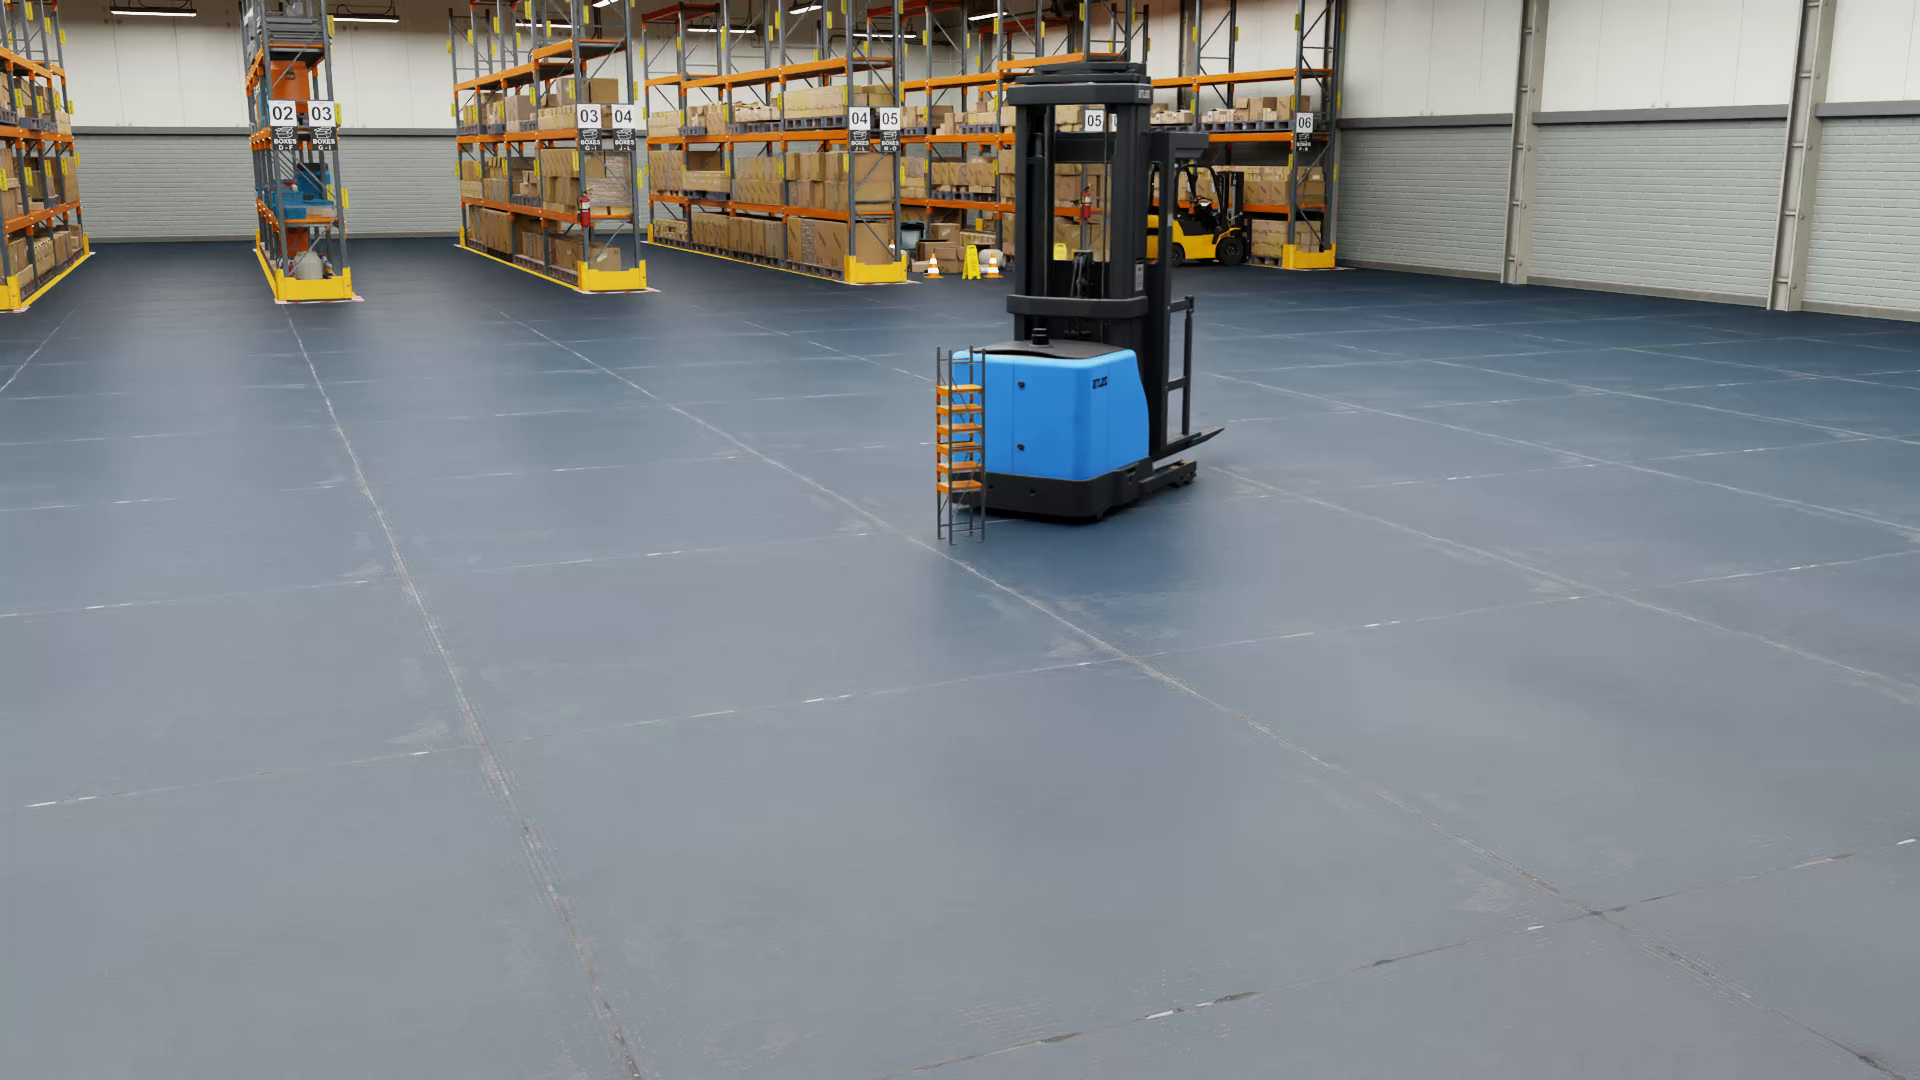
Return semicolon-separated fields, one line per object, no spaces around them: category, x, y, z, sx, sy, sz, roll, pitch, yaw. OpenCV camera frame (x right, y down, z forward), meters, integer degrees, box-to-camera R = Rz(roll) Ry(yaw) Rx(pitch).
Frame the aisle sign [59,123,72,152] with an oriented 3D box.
aisle sign;-21.426;-9.663;39.703;0.394;0.787;0.004;-6;14;-23

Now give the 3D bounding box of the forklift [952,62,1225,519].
forklift;1.079;-1.849;11.857;1.130;2.935;3.031;7;15;28

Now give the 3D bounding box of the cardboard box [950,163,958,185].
cardboard box;0.086;-8.559;38.886;0.500;0.500;0.500;-5;14;-22

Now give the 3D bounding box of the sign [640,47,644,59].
sign;-8.513;-13.043;44.521;0.100;0.325;0.005;-6;14;-23

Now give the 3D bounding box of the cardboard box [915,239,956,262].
cardboard box;-0.517;-6.015;34.941;0.797;0.637;0.503;-6;14;-23

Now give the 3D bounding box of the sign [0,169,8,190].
sign;-14.759;-5.558;25.637;0.100;0.325;0.005;-6;14;-23

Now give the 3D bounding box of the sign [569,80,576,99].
sign;-6.709;-7.790;28.759;0.100;0.325;0.005;-6;14;-23

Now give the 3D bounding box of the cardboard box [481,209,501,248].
cardboard box;-10.724;-7.461;39.736;1.225;0.875;0.875;-6;14;-23

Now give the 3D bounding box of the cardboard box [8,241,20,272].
cardboard box;-15.695;-4.616;27.163;0.500;0.500;0.500;-6;14;-23

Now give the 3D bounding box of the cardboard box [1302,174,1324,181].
cardboard box;7.537;-7.745;35.523;0.380;0.149;0.250;-6;14;-24

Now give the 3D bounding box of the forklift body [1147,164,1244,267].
forklift body;5.004;-7.101;36.280;2.313;2.155;1.214;-6;14;-23

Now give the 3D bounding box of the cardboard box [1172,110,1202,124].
cardboard box;5.319;-9.912;38.938;0.500;0.311;0.500;-6;14;-25

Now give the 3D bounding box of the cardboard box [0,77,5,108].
cardboard box;-15.685;-7.200;26.709;0.500;0.500;0.500;-6;14;-23

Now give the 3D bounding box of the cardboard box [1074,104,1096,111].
cardboard box;2.482;-8.609;33.050;0.380;0.149;0.250;-5;14;-22

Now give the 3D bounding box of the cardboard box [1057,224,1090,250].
cardboard box;2.328;-6.210;34.054;0.500;0.500;0.500;-6;14;-23

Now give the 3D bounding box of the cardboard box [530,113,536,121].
cardboard box;-8.637;-8.700;34.242;0.380;0.166;0.250;-6;14;-25

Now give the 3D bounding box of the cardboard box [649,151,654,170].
cardboard box;-8.080;-10.240;44.862;0.500;0.500;0.500;-6;14;-23

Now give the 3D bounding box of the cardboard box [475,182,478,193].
cardboard box;-11.626;-8.668;40.844;0.500;0.250;0.500;-5;14;-21

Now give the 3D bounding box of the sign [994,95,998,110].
sign;0.779;-9.519;36.173;0.100;0.325;0.005;-6;14;-23

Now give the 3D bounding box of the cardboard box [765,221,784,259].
cardboard box;-3.540;-6.425;35.537;1.050;0.750;0.750;-6;14;-23

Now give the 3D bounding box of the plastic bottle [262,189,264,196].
plastic bottle;-15.728;-7.776;37.575;0.061;0.283;0.133;-6;14;-23

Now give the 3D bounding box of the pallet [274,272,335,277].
pallet;-12.102;-4.821;30.732;1.003;0.211;1.213;-6;14;-23

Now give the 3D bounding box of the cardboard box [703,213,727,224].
cardboard box;-5.944;-7.809;40.409;0.500;0.250;0.500;-5;14;-21

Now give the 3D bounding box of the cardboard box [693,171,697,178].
cardboard box;-6.259;-8.884;40.407;0.380;0.149;0.250;-6;14;-23

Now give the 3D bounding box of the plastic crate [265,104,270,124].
plastic crate;-11.770;-7.316;28.711;0.392;0.384;0.575;-6;14;-23

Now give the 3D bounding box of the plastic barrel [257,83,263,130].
plastic barrel;-12.997;-8.248;31.592;0.600;0.901;0.600;0;13;0

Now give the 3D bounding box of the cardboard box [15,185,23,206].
cardboard box;-17.376;-6.193;30.254;0.500;0.500;0.500;-5;14;-19

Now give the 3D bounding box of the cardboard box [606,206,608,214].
cardboard box;-6.170;-5.954;30.002;0.380;0.149;0.250;-6;14;-23

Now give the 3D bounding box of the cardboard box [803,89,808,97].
cardboard box;-2.864;-8.809;32.760;0.380;0.149;0.250;-6;14;-23

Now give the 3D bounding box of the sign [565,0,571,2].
sign;-6.709;-9.352;28.397;0.100;0.325;0.005;-6;14;-23

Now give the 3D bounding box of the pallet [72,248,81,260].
pallet;-20.844;-6.564;38.263;1.003;0.211;1.213;-6;14;-23

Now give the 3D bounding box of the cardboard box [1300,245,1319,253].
cardboard box;7.417;-6.271;35.981;0.500;0.250;0.500;-6;14;-23

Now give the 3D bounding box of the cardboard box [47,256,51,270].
cardboard box;-17.632;-5.270;31.653;0.500;0.250;0.500;-5;14;-22

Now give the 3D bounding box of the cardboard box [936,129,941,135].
cardboard box;-0.346;-9.749;39.747;0.380;0.149;0.250;-6;14;-23

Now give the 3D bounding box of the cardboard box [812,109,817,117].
cardboard box;-2.661;-8.316;32.399;0.380;0.149;0.250;-5;14;-22

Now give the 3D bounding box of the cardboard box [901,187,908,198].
cardboard box;-1.163;-8.708;41.677;0.500;0.250;0.500;-6;14;-24

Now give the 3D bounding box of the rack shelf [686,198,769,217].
rack shelf;-5.613;-8.086;40.249;1.077;0.370;4.000;-6;14;-23

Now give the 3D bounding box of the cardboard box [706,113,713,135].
cardboard box;-5.682;-9.834;39.333;0.500;0.500;0.500;-6;14;-23

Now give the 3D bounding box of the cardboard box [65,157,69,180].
cardboard box;-20.215;-8.293;37.112;0.500;0.500;0.500;-6;14;-25

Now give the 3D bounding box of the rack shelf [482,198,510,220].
rack shelf;-10.198;-7.659;38.403;1.077;0.370;4.000;-6;14;-23

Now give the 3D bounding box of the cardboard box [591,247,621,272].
cardboard box;-6.427;-5.060;30.194;0.500;0.500;0.500;-3;13;-13

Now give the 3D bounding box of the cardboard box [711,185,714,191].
cardboard box;-5.632;-8.270;39.076;0.380;0.149;0.250;-5;14;-22

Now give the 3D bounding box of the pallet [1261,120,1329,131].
pallet;7.175;-8.854;35.516;1.003;0.211;1.213;-6;14;-23

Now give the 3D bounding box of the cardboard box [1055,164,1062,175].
cardboard box;2.288;-7.710;33.931;0.700;0.500;0.500;-5;14;-22

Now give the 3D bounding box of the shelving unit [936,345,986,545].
shelving unit;0.006;-0.582;10.222;0.258;1.200;0.189;-6;14;-23

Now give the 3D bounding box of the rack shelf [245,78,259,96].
rack shelf;-16.338;-10.765;39.410;1.077;0.370;4.000;-6;14;-23

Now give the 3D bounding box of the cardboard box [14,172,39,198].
cardboard box;-18.830;-7.075;33.134;0.700;0.500;0.500;-12;18;-42

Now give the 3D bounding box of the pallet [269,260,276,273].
pallet;-13.660;-5.626;34.212;1.003;0.211;1.213;-6;14;-23

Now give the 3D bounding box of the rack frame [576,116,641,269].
rack frame;-6.192;-5.943;29.395;1.000;3.000;0.127;-6;14;-23

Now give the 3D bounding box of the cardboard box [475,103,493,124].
cardboard box;-11.367;-10.342;40.374;0.700;0.500;0.500;-7;15;-26

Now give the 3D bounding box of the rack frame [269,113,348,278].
rack frame;-10.730;-5.496;27.463;1.000;3.000;0.127;-6;14;-23

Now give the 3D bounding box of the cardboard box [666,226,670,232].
cardboard box;-7.608;-8.292;44.275;0.380;0.149;0.250;-6;14;-26

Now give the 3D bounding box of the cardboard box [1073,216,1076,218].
cardboard box;3.243;-8.654;44.282;0.380;0.149;0.250;-6;14;-23
